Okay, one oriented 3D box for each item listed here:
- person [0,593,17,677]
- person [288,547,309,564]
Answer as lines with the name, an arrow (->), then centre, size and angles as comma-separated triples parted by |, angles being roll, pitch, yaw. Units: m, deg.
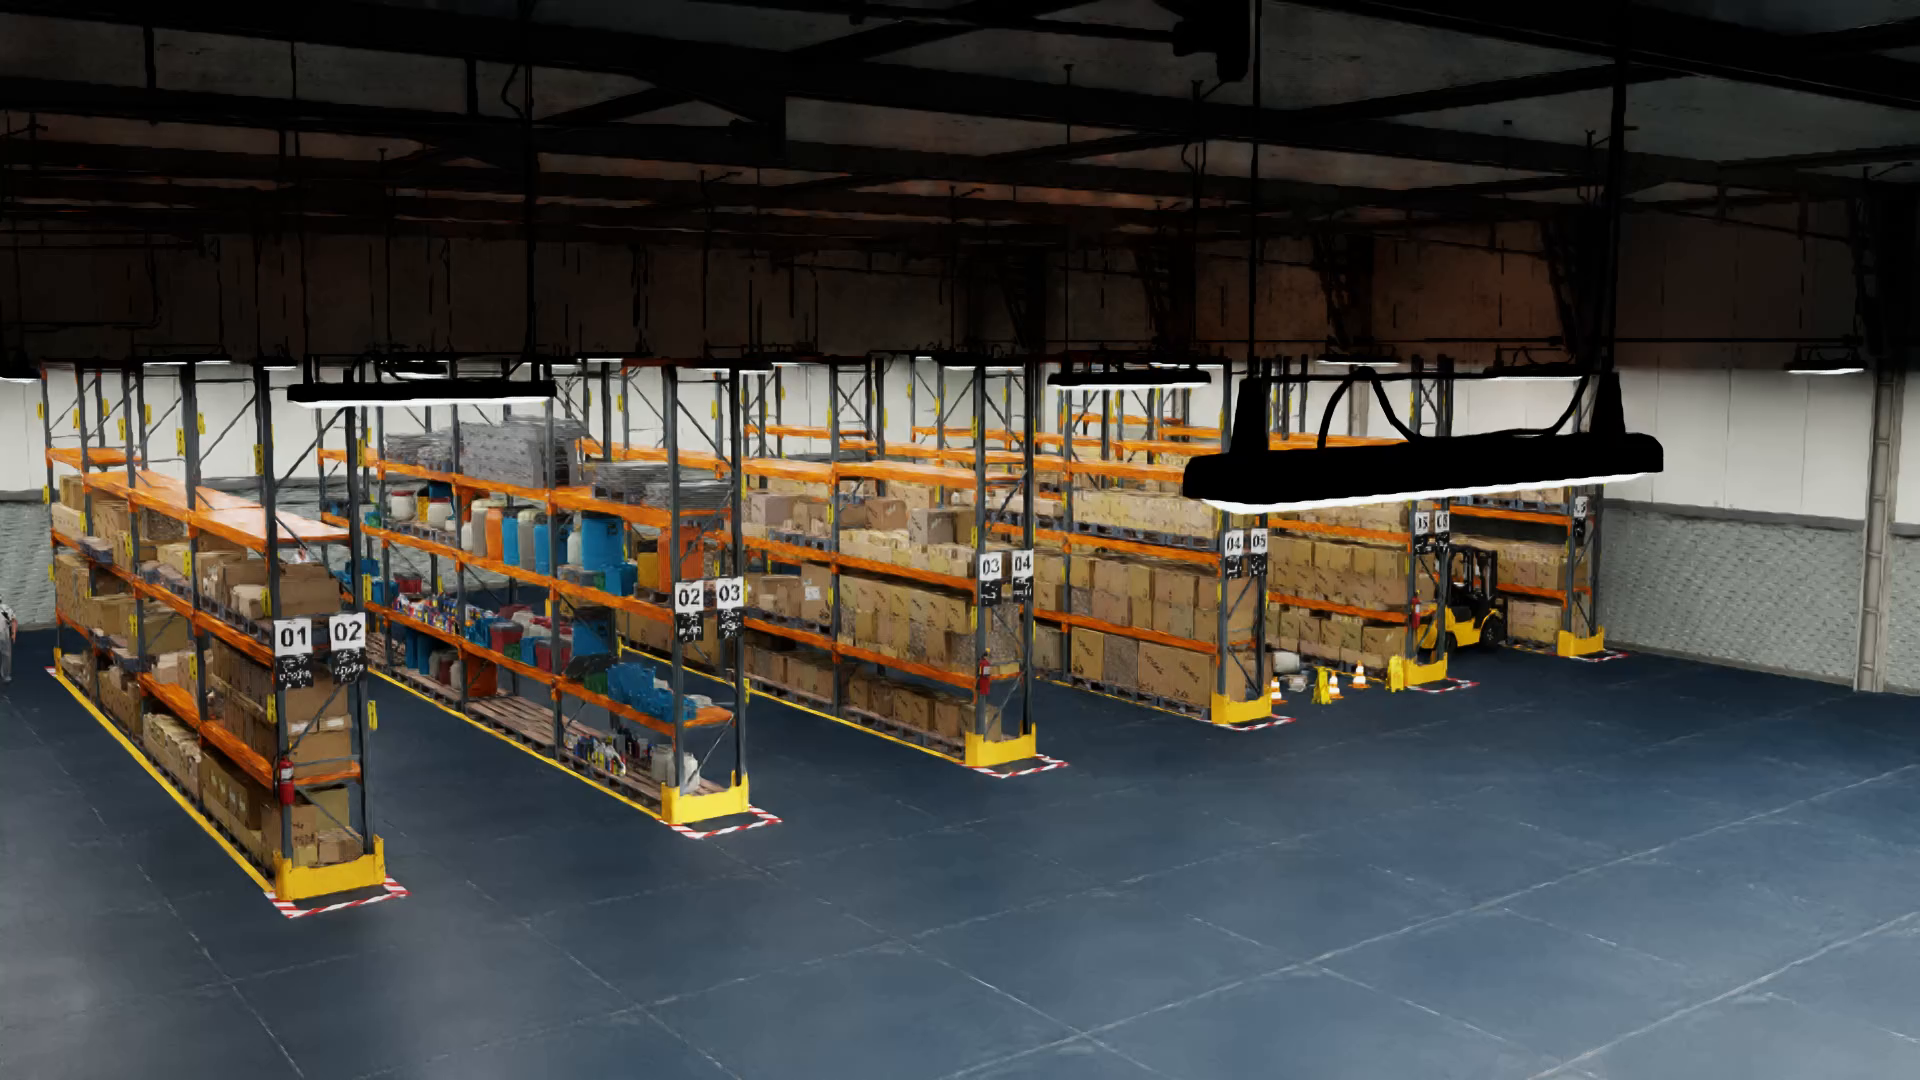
person -> -17.803, 1.760, 30.731 | 0.682, 1.634, 0.528 | -5, 9, -37
person -> -15.140, 0.866, 38.113 | 0.558, 1.661, 0.624 | 5, 9, 37
